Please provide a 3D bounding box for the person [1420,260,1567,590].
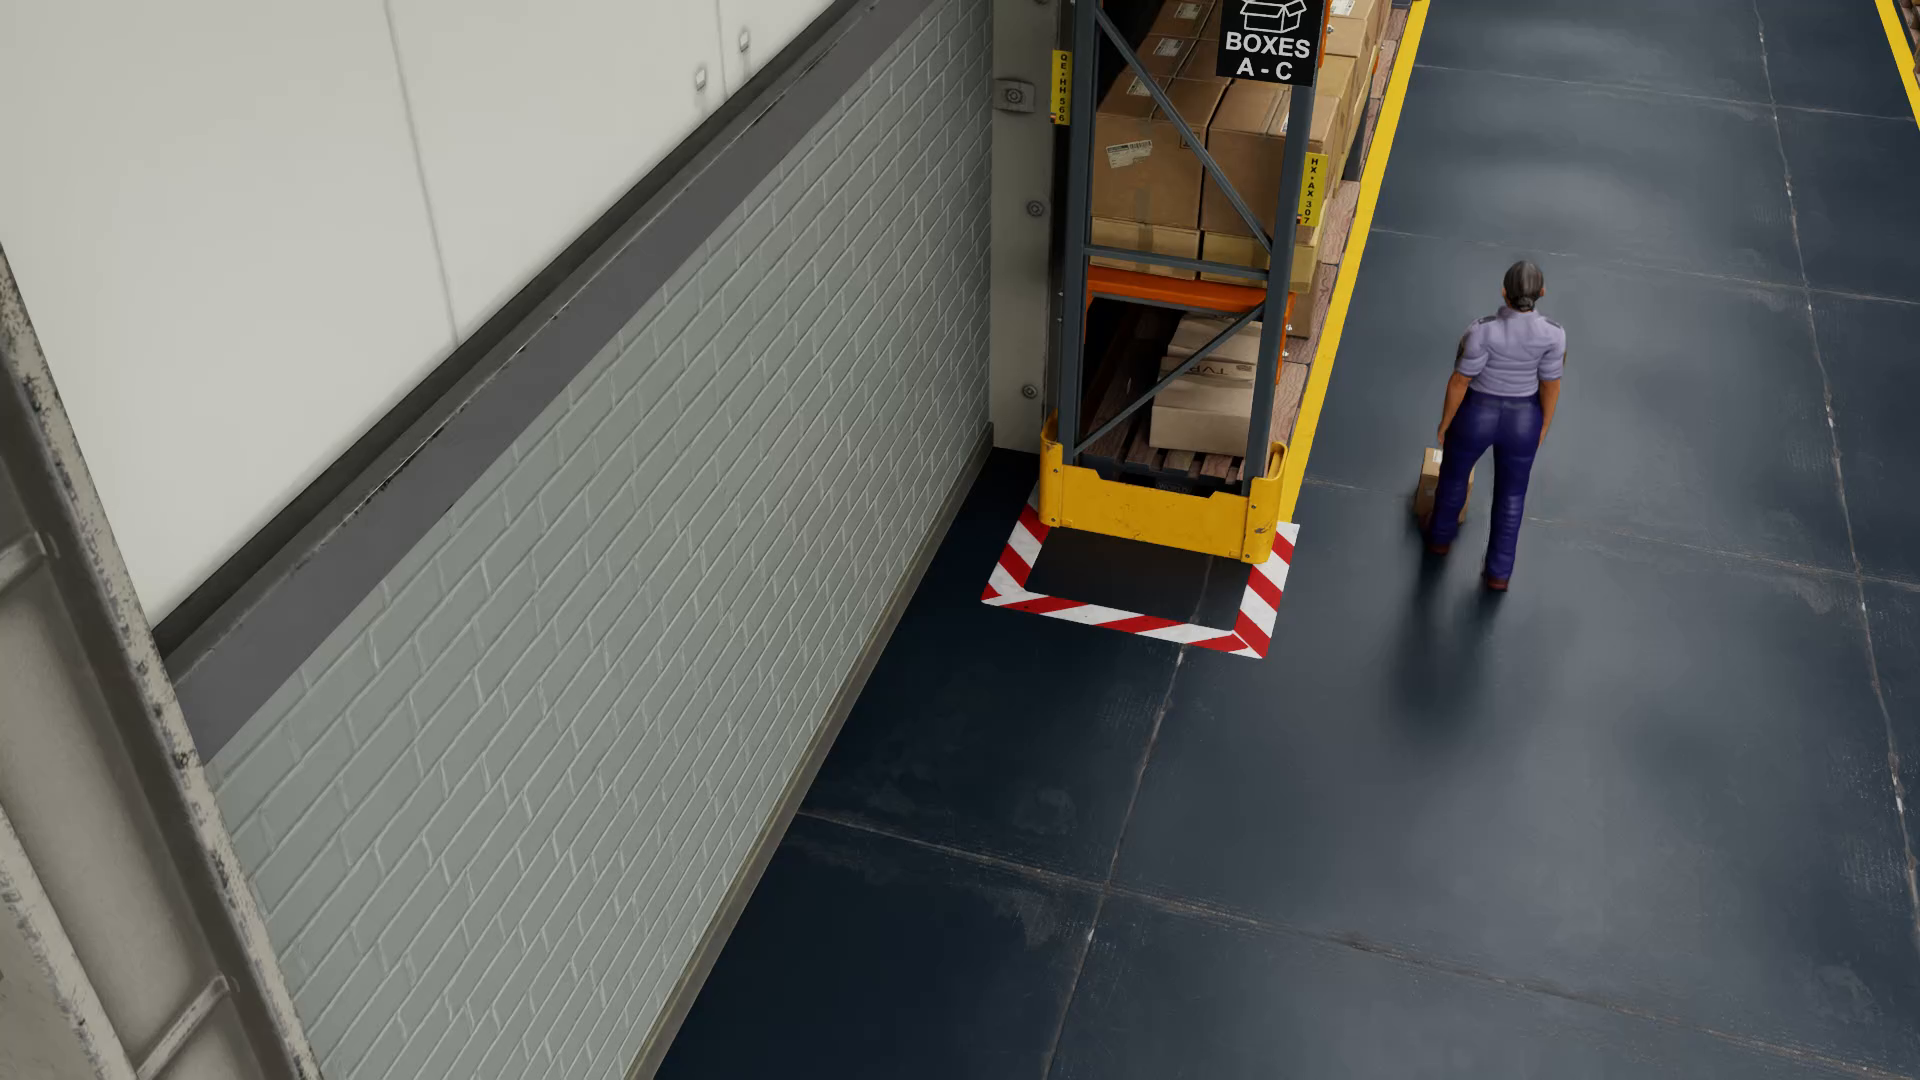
[{"bbox_3d":[2.450,-0.560,7.654,0.489,1.653,0.579,6,38,8],"label":"person"}]
